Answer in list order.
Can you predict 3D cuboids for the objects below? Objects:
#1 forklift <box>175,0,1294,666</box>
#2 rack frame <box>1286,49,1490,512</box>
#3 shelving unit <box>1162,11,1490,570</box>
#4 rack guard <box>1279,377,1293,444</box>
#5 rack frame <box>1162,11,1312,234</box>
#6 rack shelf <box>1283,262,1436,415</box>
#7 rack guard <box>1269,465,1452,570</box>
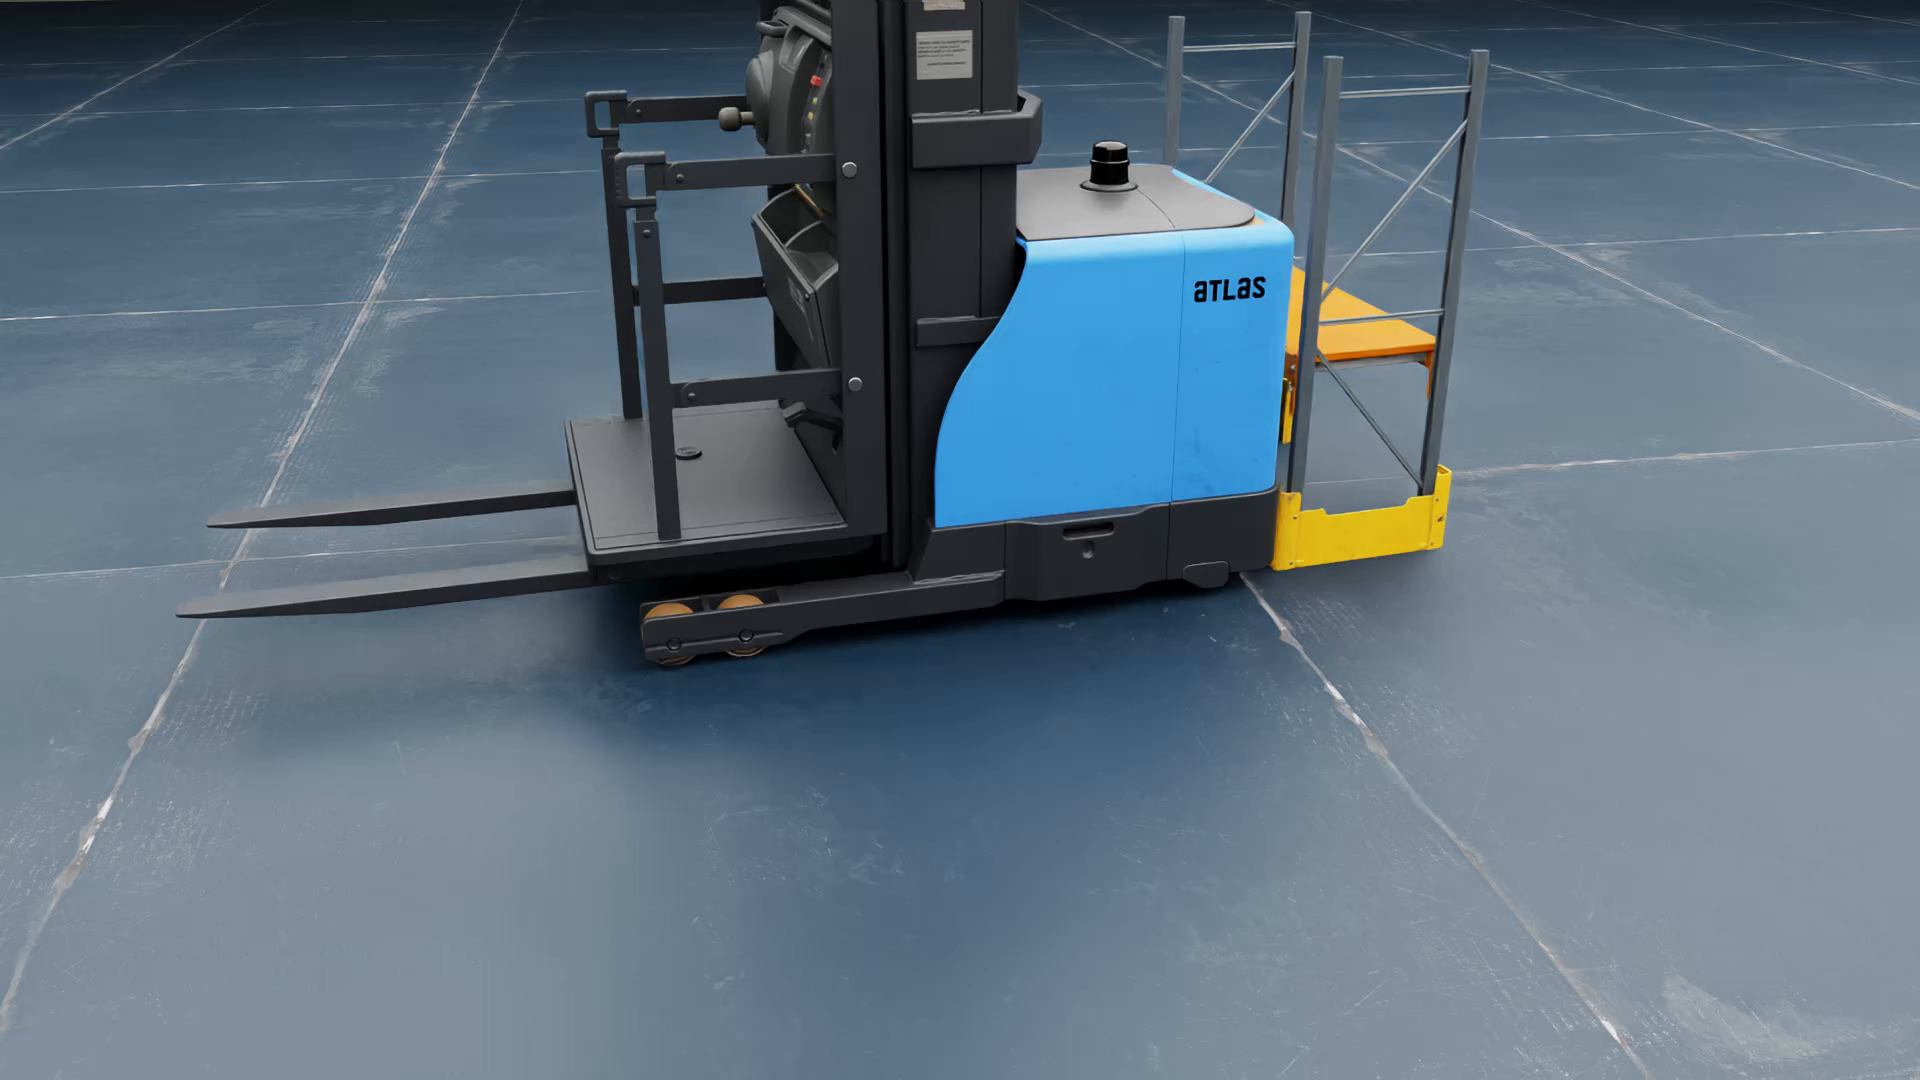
[{"bbox_3d":[-0.641,-1.239,4.424,3.031,2.935,1.130,-6,24,-14],"label":"forklift"},{"bbox_3d":[1.224,-0.644,4.850,0.500,1.500,0.032,-7,25,-16],"label":"rack frame"},{"bbox_3d":[1.074,-0.835,5.286,0.587,1.500,1.083,-7,25,-16],"label":"shelving unit"},{"bbox_3d":[0.923,-0.452,5.971,0.587,0.250,0.087,-7,25,-16],"label":"rack guard"},{"bbox_3d":[0.918,-1.032,5.738,0.500,1.500,0.032,-7,25,-16],"label":"rack frame"},{"bbox_3d":[1.071,-0.673,5.366,0.538,0.185,1.000,-7,25,-16],"label":"rack shelf"},{"bbox_3d":[1.223,-0.072,5.101,0.587,0.250,0.087,-7,25,-16],"label":"rack guard"}]
